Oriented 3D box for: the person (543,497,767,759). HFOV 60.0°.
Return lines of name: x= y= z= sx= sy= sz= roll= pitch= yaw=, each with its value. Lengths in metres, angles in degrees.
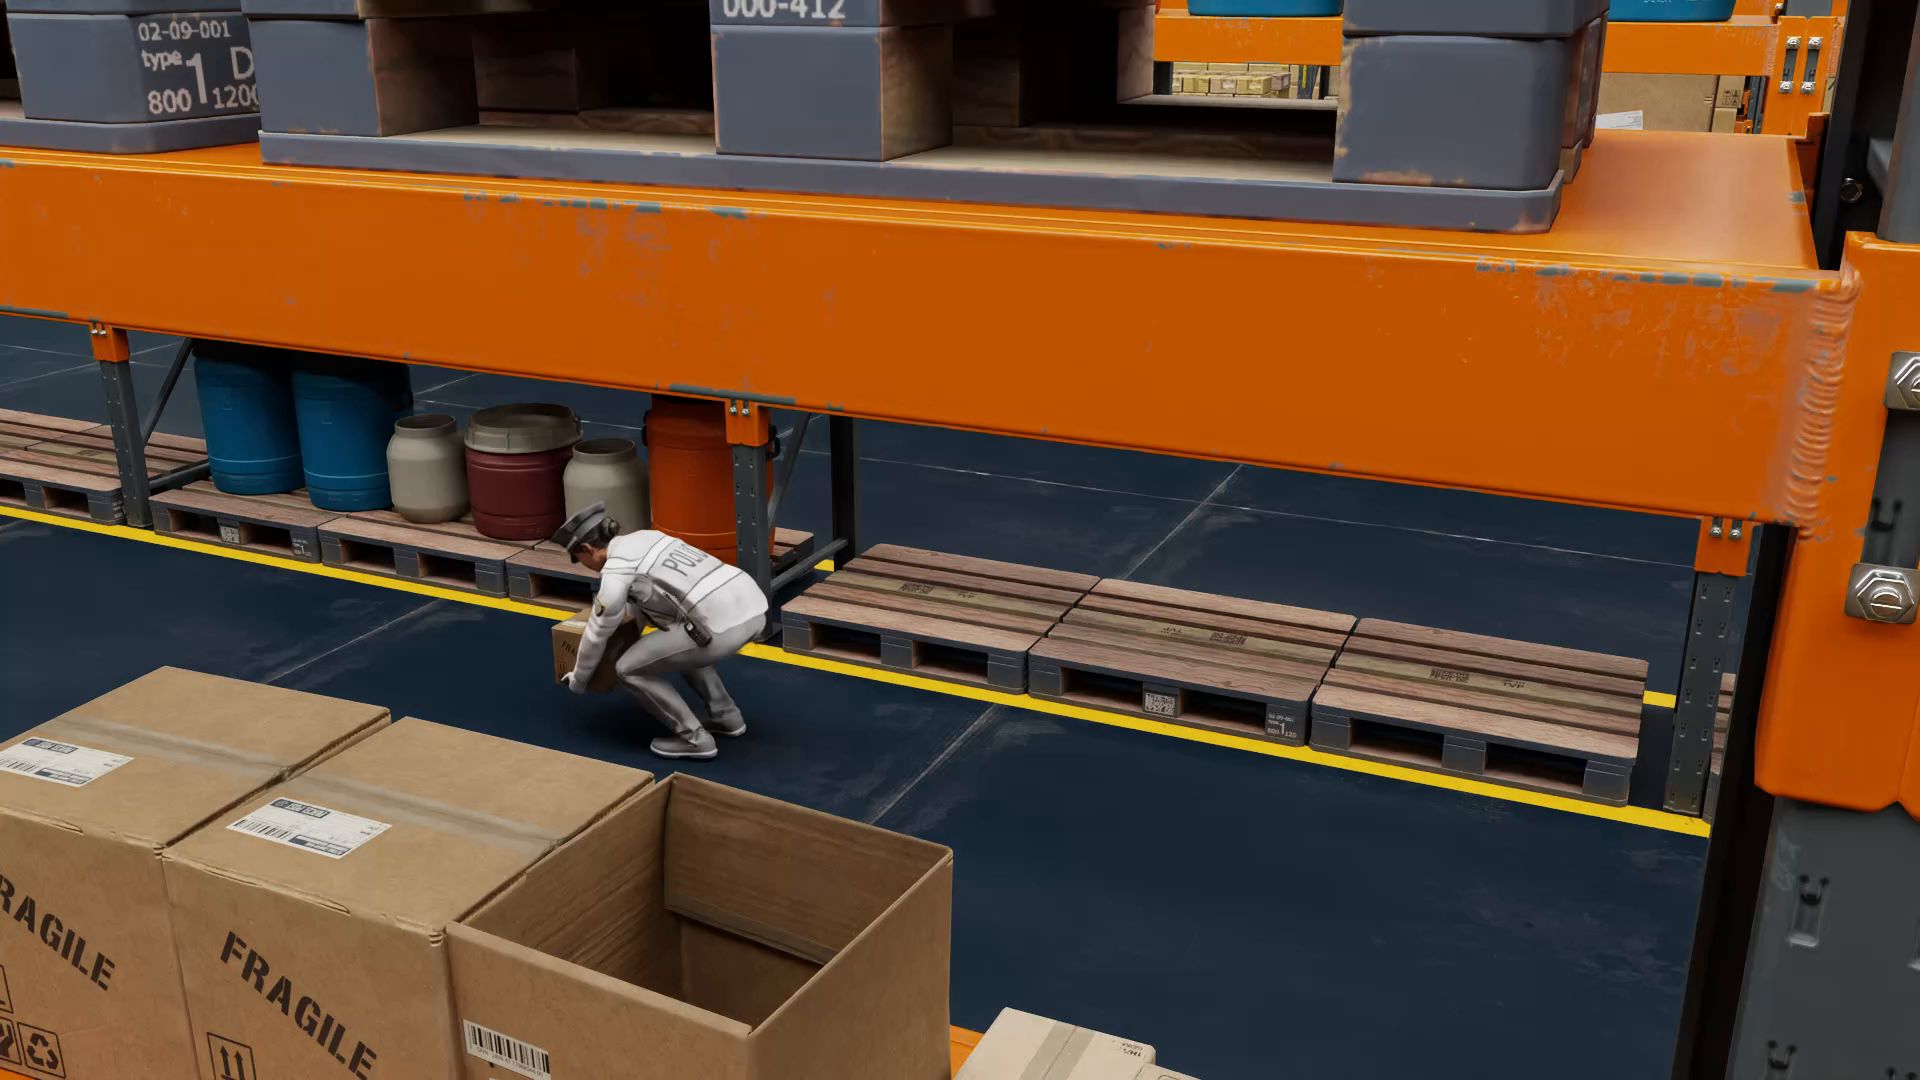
person: x=-1.214 y=0.337 z=6.642 sx=0.914 sy=0.987 sz=0.467 roll=7 pitch=20 yaw=20
